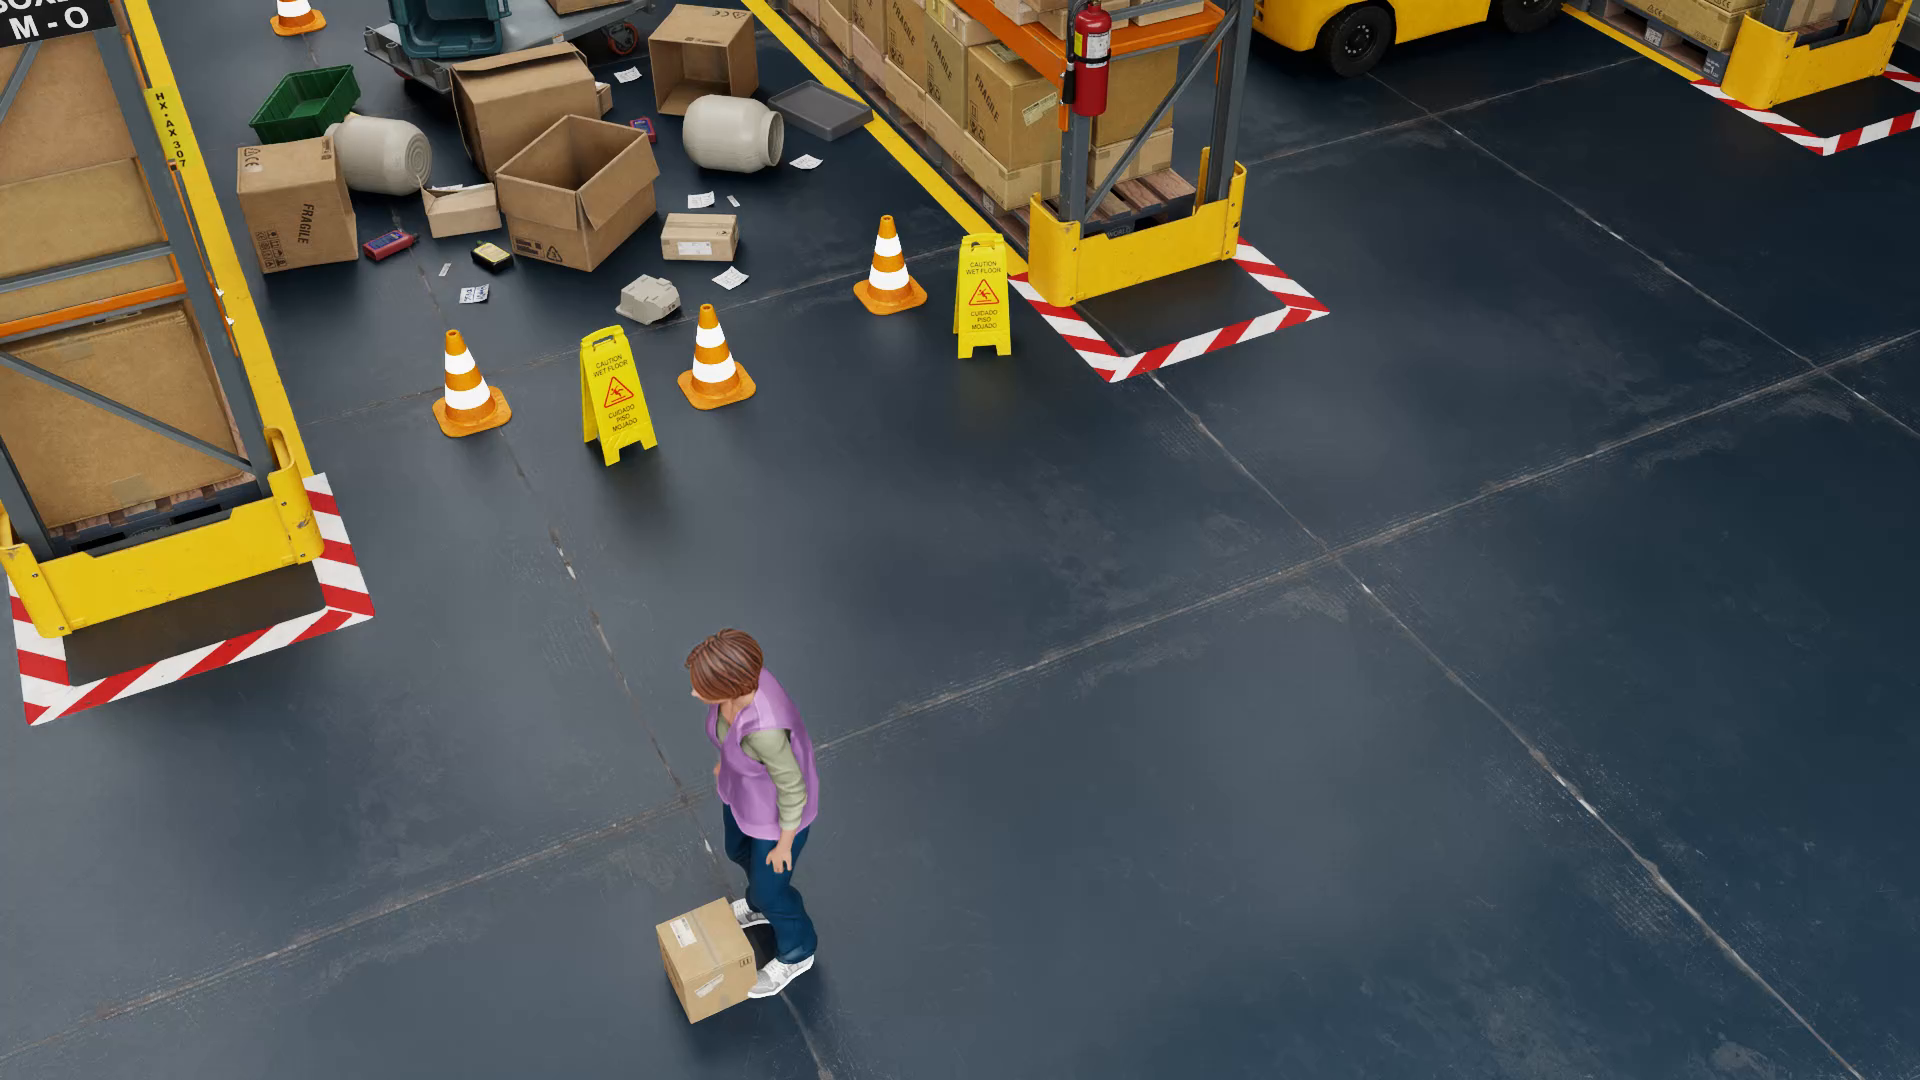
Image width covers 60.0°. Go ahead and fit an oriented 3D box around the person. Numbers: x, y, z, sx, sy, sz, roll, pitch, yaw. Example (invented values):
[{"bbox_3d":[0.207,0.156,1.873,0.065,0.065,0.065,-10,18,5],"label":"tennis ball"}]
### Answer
[{"bbox_3d":[-0.633,0.833,5.238,0.347,1.592,0.480,-22,46,-23],"label":"person"}]
